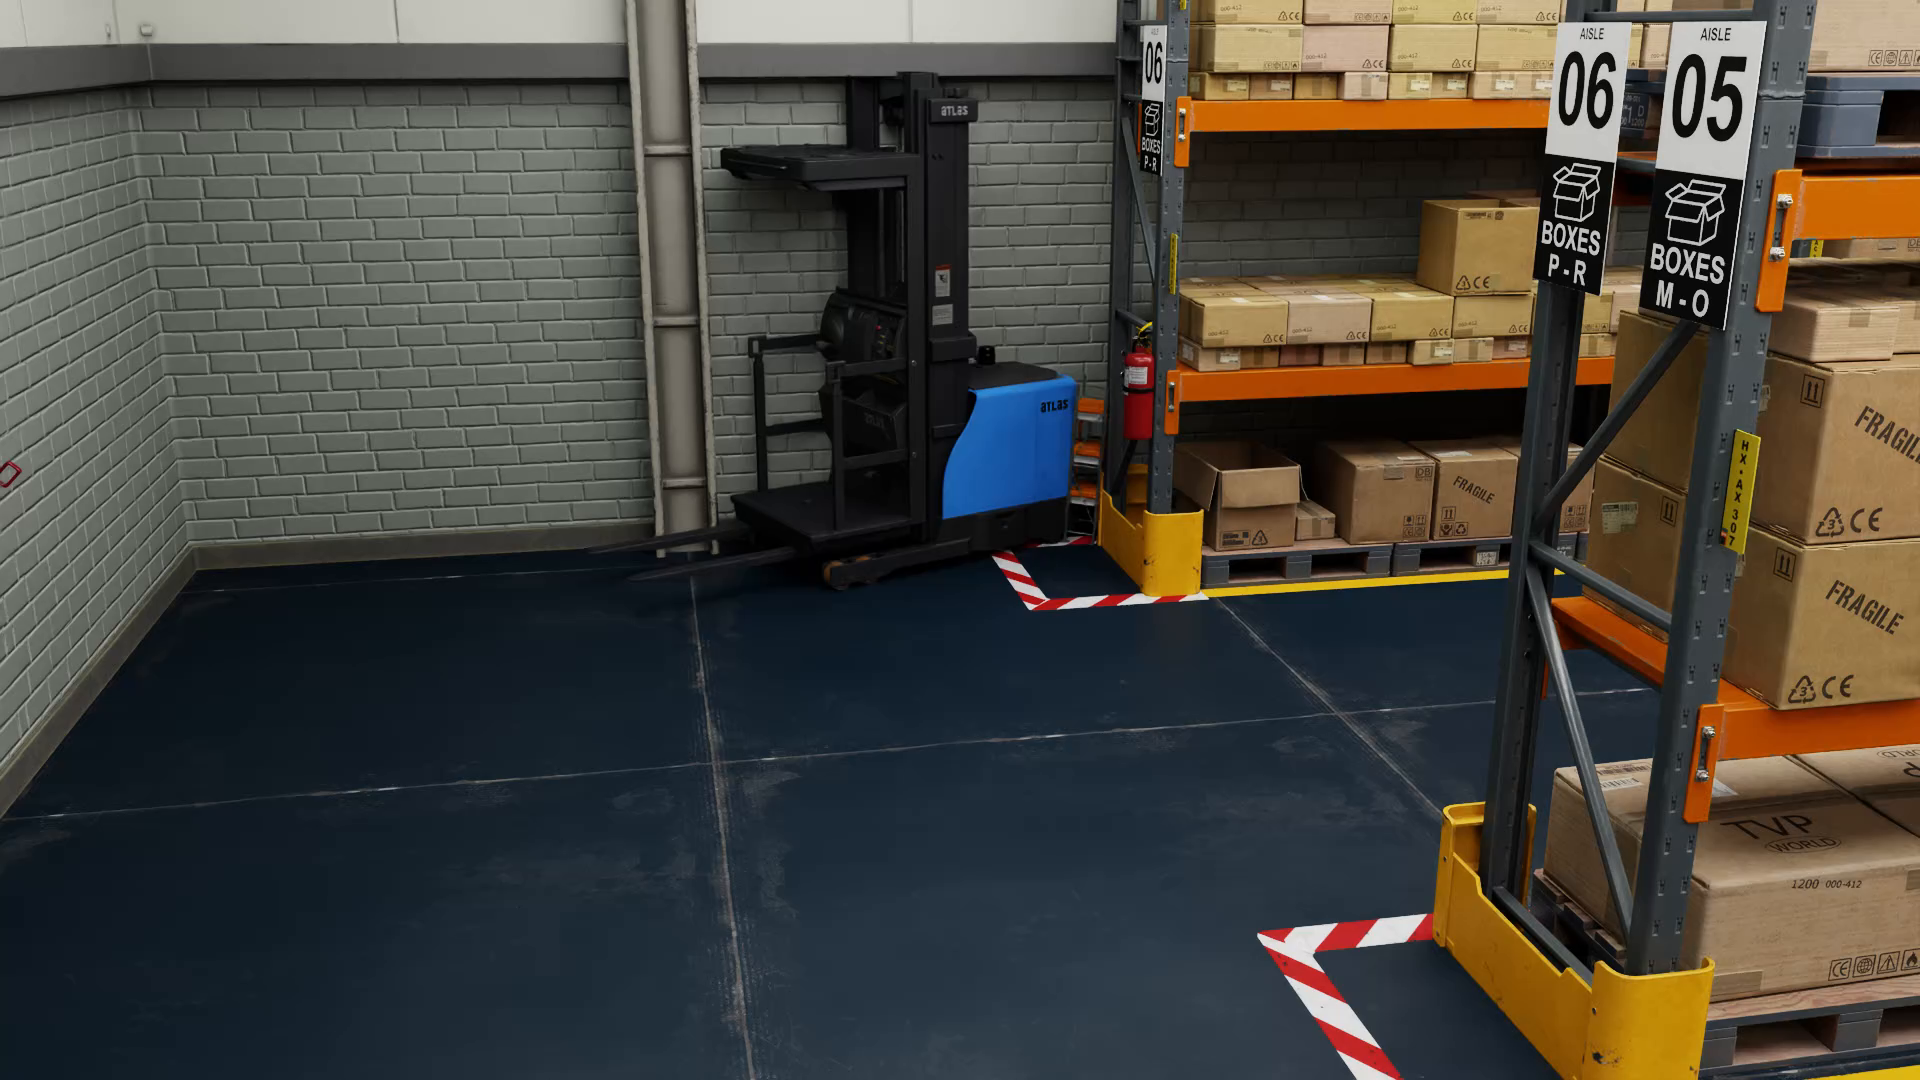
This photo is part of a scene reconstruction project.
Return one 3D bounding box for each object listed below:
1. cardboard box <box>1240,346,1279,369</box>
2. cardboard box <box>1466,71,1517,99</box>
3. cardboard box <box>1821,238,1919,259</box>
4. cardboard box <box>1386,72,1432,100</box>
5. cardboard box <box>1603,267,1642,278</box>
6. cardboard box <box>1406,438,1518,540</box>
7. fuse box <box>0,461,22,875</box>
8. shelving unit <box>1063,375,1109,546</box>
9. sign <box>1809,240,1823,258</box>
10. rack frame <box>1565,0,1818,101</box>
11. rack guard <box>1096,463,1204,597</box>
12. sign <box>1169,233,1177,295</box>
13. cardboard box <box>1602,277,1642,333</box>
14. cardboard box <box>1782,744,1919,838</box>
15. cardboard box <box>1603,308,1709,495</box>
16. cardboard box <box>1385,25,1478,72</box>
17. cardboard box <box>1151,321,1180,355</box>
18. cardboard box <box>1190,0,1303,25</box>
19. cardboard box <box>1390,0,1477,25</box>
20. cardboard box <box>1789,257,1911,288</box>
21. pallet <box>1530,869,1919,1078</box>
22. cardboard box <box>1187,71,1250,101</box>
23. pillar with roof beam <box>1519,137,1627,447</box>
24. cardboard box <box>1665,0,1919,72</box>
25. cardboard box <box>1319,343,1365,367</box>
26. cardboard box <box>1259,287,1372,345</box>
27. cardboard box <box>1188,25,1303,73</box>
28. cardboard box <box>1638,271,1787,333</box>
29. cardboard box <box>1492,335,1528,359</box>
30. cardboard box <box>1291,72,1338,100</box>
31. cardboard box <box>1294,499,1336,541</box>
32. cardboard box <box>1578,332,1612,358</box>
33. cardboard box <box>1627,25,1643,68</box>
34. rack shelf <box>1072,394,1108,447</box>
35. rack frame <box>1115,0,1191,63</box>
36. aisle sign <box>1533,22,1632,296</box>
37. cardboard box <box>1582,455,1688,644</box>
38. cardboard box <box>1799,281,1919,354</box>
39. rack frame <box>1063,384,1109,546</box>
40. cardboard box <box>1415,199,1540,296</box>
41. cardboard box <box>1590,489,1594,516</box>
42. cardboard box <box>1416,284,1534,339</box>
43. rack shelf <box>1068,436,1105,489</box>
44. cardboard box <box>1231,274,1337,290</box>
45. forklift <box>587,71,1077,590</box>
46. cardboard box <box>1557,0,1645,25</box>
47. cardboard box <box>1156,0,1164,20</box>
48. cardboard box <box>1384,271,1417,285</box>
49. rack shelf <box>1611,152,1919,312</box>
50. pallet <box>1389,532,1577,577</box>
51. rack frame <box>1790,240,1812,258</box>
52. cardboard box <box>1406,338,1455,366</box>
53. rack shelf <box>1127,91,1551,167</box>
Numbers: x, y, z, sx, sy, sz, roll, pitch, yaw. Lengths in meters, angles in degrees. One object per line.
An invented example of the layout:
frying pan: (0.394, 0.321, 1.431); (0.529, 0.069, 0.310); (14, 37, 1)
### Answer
cardboard box: (1.690, -1.116, 9.766); (0.250, 0.149, 0.380); (-3, 17, -9)
cardboard box: (2.955, -2.592, 9.460); (0.250, 0.149, 0.380); (-3, 17, -10)
cardboard box: (5.519, -1.704, 10.364); (0.500, 0.500, 0.700); (-3, 17, -9)
cardboard box: (2.459, -2.567, 9.379); (0.250, 0.149, 0.380); (-3, 17, -11)
cardboard box: (3.973, -1.583, 10.607); (0.500, 0.250, 0.500); (-3, 17, -11)
cardboard box: (3.078, -0.319, 10.285); (0.500, 0.500, 0.500); (-3, 17, -9)
fuse box: (-3.767, 0.484, 6.322); (0.414, 1.711, 0.539); (-3, 17, -10)
shelving unit: (0.825, -0.507, 10.641); (0.215, 1.050, 0.252); (8, 22, 12)
sign: (5.112, -1.750, 9.927); (0.005, 0.325, 0.100); (-3, 17, -10)
rack frame: (2.020, -2.707, 4.298); (0.127, 3.000, 1.000); (-3, 17, -10)
rack guard: (1.149, -0.079, 10.218); (0.348, 0.500, 1.175); (-3, 17, -10)
sign: (1.178, -1.527, 9.201); (0.005, 0.325, 0.100); (-3, 17, -10)
cardboard box: (4.059, -1.432, 10.115); (0.500, 0.250, 0.500); (-3, 17, -10)
cardboard box: (3.546, 1.066, 5.881); (0.875, 0.438, 0.875); (-3, 17, -9)
cardboard box: (2.448, -0.460, 5.328); (0.500, 0.500, 0.500); (-3, 17, -9)
cardboard box: (2.562, -2.779, 9.391); (0.500, 0.250, 0.500); (-4, 17, -12)
cardboard box: (1.349, -1.246, 10.186); (0.250, 0.149, 0.380); (-3, 17, -11)
cardboard box: (1.558, -2.965, 9.146); (0.500, 0.250, 0.500); (-3, 17, -11)
cardboard box: (2.551, -3.020, 9.325); (0.500, 0.250, 0.500); (-4, 17, -11)
cardboard box: (2.816, -0.812, 5.370); (0.250, 0.149, 0.380); (-3, 17, -11)
pallet: (2.790, 1.427, 5.807); (1.213, 0.211, 1.003); (-3, 17, -10)
cardboard box: (1.432, -2.534, 9.273); (0.250, 0.149, 0.380); (-3, 17, -9)
pillar with roof beam: (4.964, -3.340, 6.361); (0.400, 9.000, 9.100); (-3, 17, -10)
cardboard box: (2.444, -1.501, 4.850); (0.500, 0.250, 0.500); (-5, 18, -16)
cardboard box: (2.201, -1.137, 9.834); (0.250, 0.149, 0.380); (-3, 17, -9)
cardboard box: (2.066, -1.316, 9.736); (0.500, 0.250, 0.500); (-3, 17, -10)
cardboard box: (1.562, -2.720, 9.199); (0.500, 0.250, 0.500); (-3, 17, -11)
cardboard box: (2.334, -0.753, 5.175); (0.250, 0.149, 0.380); (-3, 17, -10)
cardboard box: (3.218, -1.201, 10.041); (0.250, 0.149, 0.380); (-3, 17, -11)
cardboard box: (1.939, -2.566, 9.376); (0.250, 0.149, 0.380); (-3, 17, -10)
cardboard box: (2.117, -0.127, 10.256); (0.250, 0.149, 0.380); (-4, 18, -13)
cardboard box: (3.726, -1.211, 10.072); (0.250, 0.149, 0.380); (-4, 17, -11)
cardboard box: (3.562, -2.841, 9.592); (0.500, 0.250, 0.500); (-3, 17, -9)
rack shelf: (0.841, -0.762, 10.542); (0.215, 0.259, 0.240); (8, 22, 12)
rack frame: (1.074, -4.138, 8.956); (0.127, 3.000, 1.000); (-3, 17, -10)
aisle sign: (1.890, -1.167, 5.075); (0.004, 0.787, 0.394); (-3, 17, -10)
cardboard box: (2.443, 0.010, 5.500); (0.500, 0.500, 0.500); (-3, 17, -10)
cardboard box: (2.665, -0.650, 4.841); (0.250, 0.149, 0.380); (-3, 17, -9)
rack frame: (0.796, -0.466, 10.530); (0.200, 1.050, 0.008); (8, 22, 12)
cardboard box: (3.044, -1.730, 9.807); (0.500, 0.500, 0.500); (-3, 17, -9)
cardboard box: (4.160, -0.251, 10.461); (0.258, 0.266, 0.396); (-3, 17, -8)
cardboard box: (3.061, -1.380, 9.944); (0.500, 0.250, 0.500); (-4, 17, -12)
rack shelf: (0.825, -0.498, 10.644); (0.215, 0.259, 0.240); (8, 22, 12)
cardboard box: (1.982, -1.471, 10.240); (0.500, 0.250, 0.500); (-3, 17, -10)
forklift: (-0.761, -1.283, 9.998); (3.031, 2.935, 1.130); (-11, 20, -32)
cardboard box: (3.556, -3.082, 9.525); (0.500, 0.250, 0.500); (-3, 17, -9)
cardboard box: (1.458, -3.118, 9.644); (0.500, 0.250, 0.500); (-4, 17, -12)
cardboard box: (2.983, -1.526, 10.420); (0.500, 0.250, 0.500); (-3, 17, -11)
rack shelf: (3.983, -1.040, 5.207); (4.000, 0.370, 1.077); (-3, 17, -10)
pallet: (3.127, -0.053, 10.624); (1.213, 0.211, 1.003); (-3, 17, -10)
rack frame: (5.002, -1.493, 10.562); (0.127, 3.000, 1.000); (-3, 17, -10)
cardboard box: (2.724, -1.146, 9.863); (0.250, 0.149, 0.380); (-4, 17, -12)
rack shelf: (3.038, -2.471, 9.865); (4.000, 0.370, 1.077); (-3, 17, -10)
